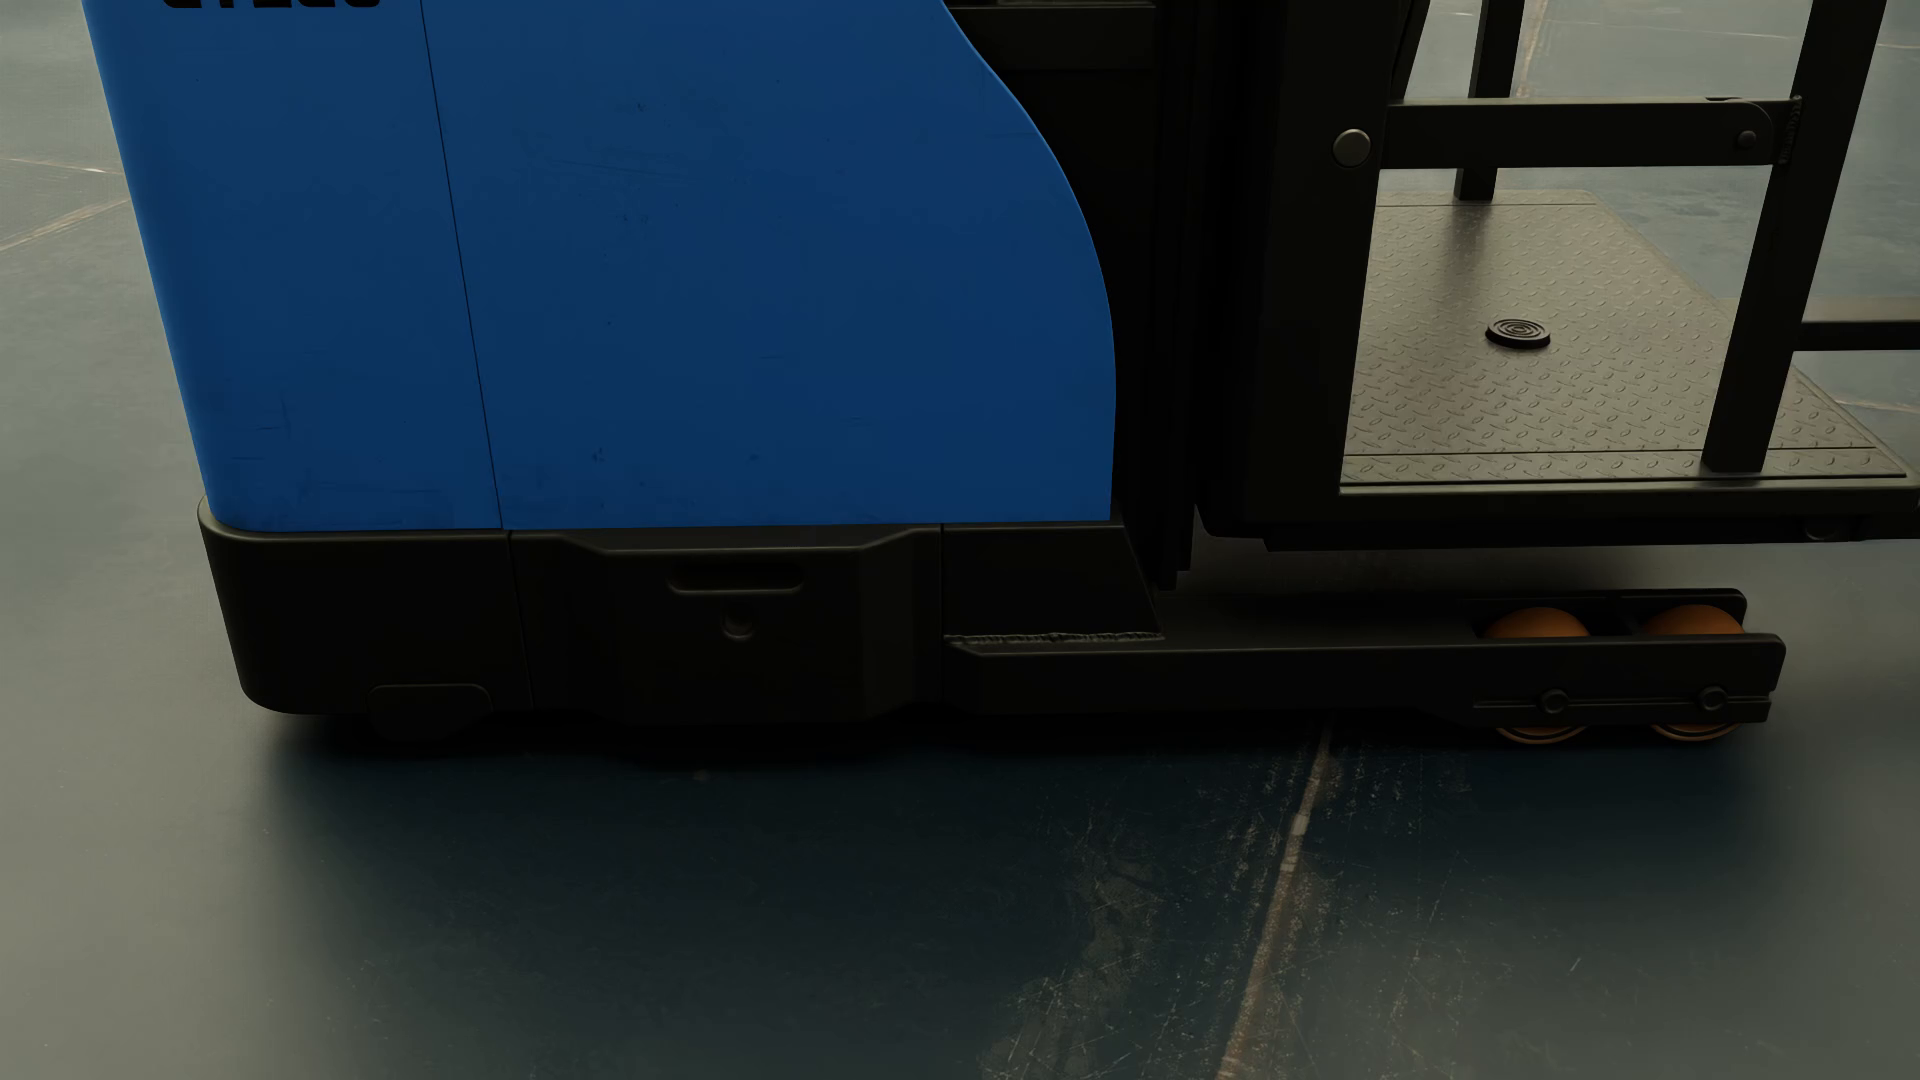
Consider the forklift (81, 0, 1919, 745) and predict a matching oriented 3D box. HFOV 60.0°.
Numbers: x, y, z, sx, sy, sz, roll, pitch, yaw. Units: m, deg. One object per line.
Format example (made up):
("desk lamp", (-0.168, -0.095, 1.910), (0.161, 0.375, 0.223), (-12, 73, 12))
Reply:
("forklift", (0.608, -1.285, 1.795), (3.031, 2.935, 1.130), (-1, 30, -2))
